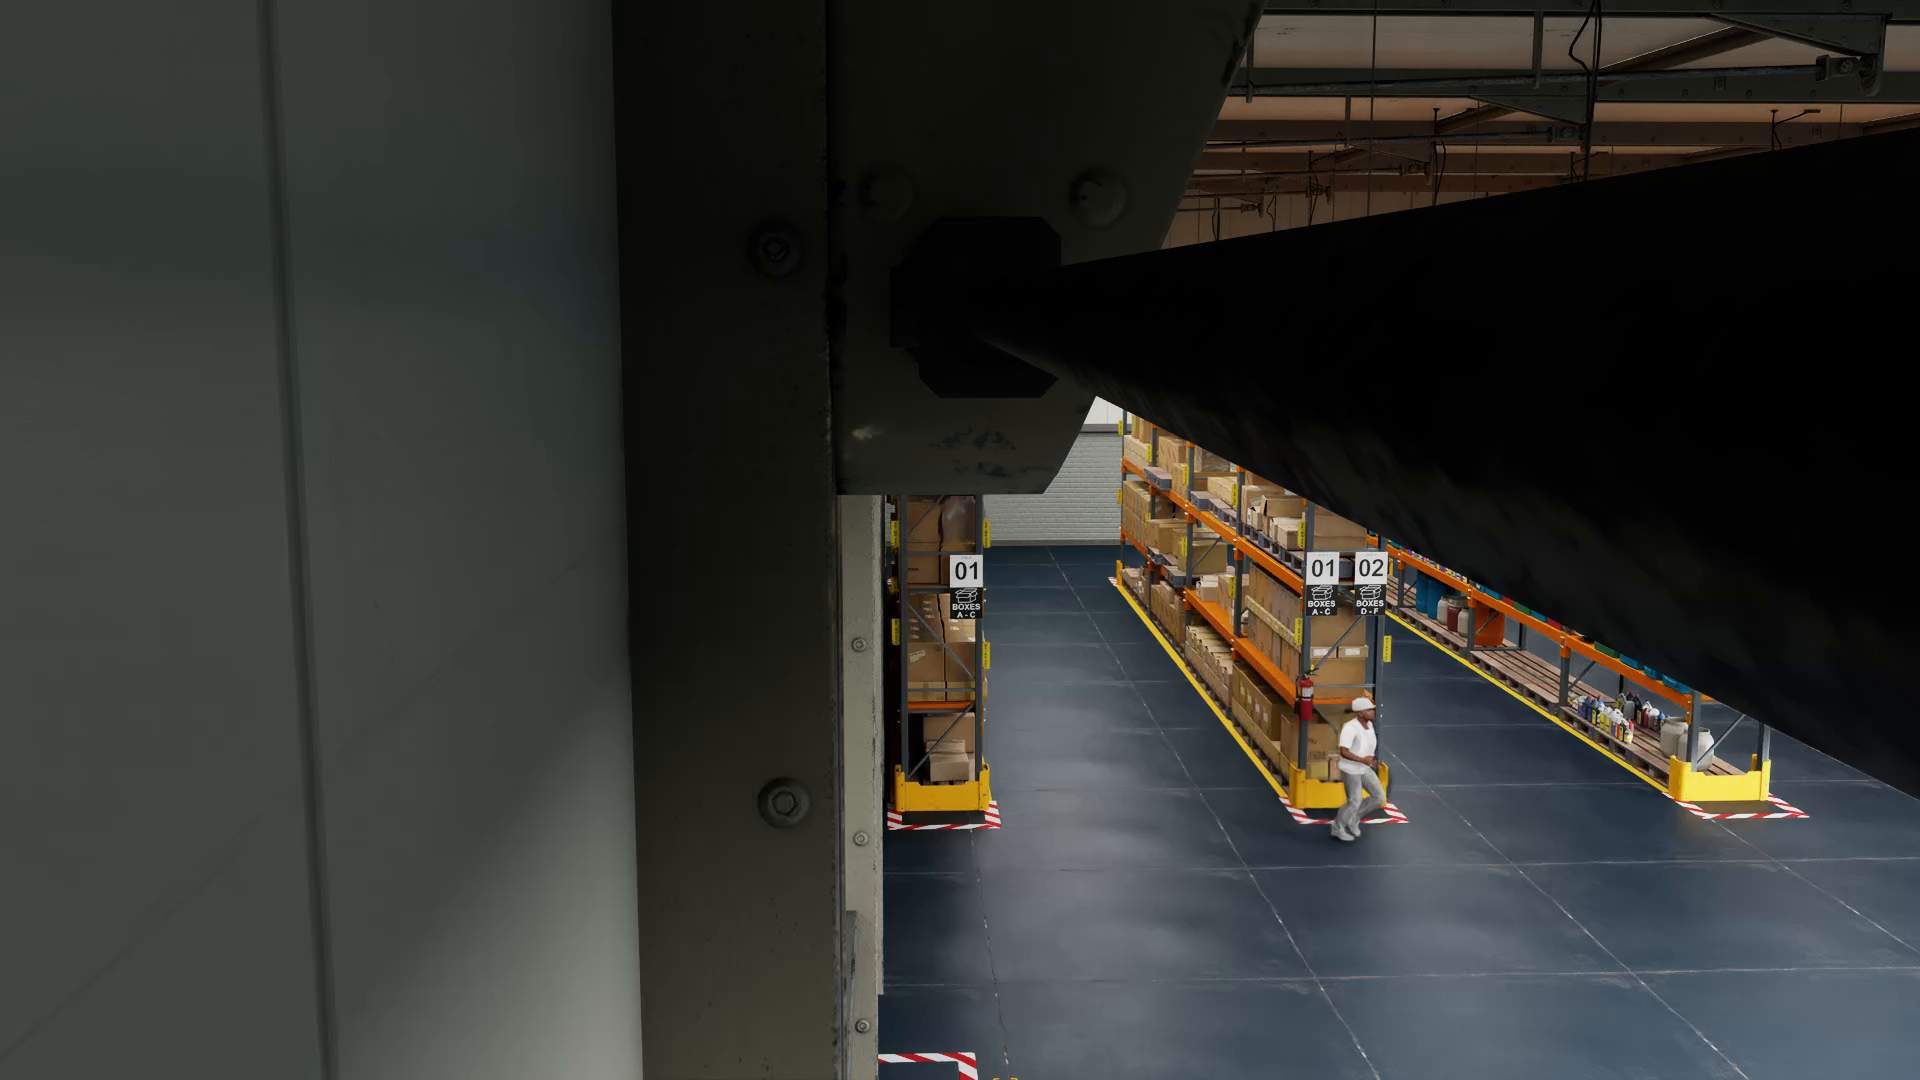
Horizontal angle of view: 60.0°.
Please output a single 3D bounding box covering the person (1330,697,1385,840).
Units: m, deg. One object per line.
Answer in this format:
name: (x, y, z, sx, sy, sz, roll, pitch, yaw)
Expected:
person: (4.639, 2.658, 19.258, 0.658, 1.718, 0.723, 8, 11, 42)
